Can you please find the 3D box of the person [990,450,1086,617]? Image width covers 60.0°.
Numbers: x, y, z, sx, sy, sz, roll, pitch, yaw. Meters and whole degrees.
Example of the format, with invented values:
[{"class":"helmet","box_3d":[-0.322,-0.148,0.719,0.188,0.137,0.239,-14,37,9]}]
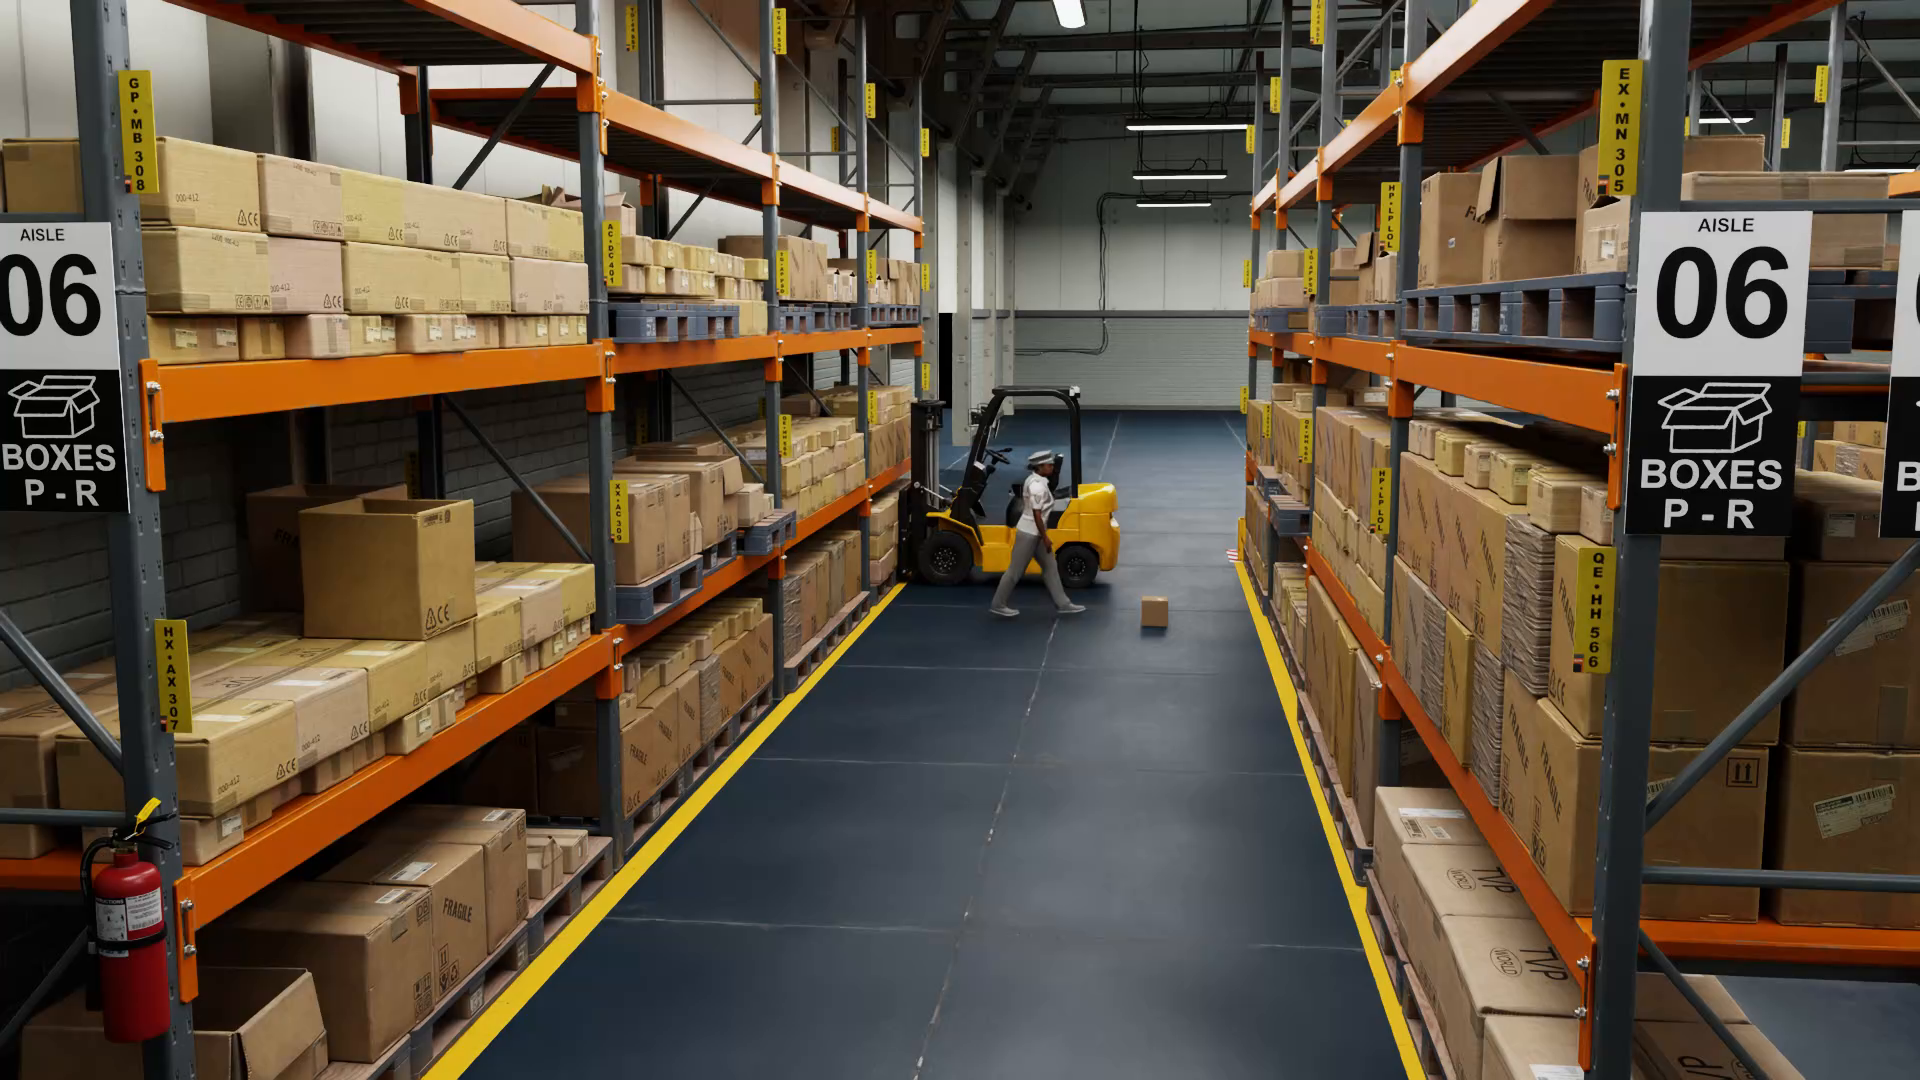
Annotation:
[{"class":"person","box_3d":[0.757,-0.067,16.122,0.936,1.627,0.453,1,8,6]}]
